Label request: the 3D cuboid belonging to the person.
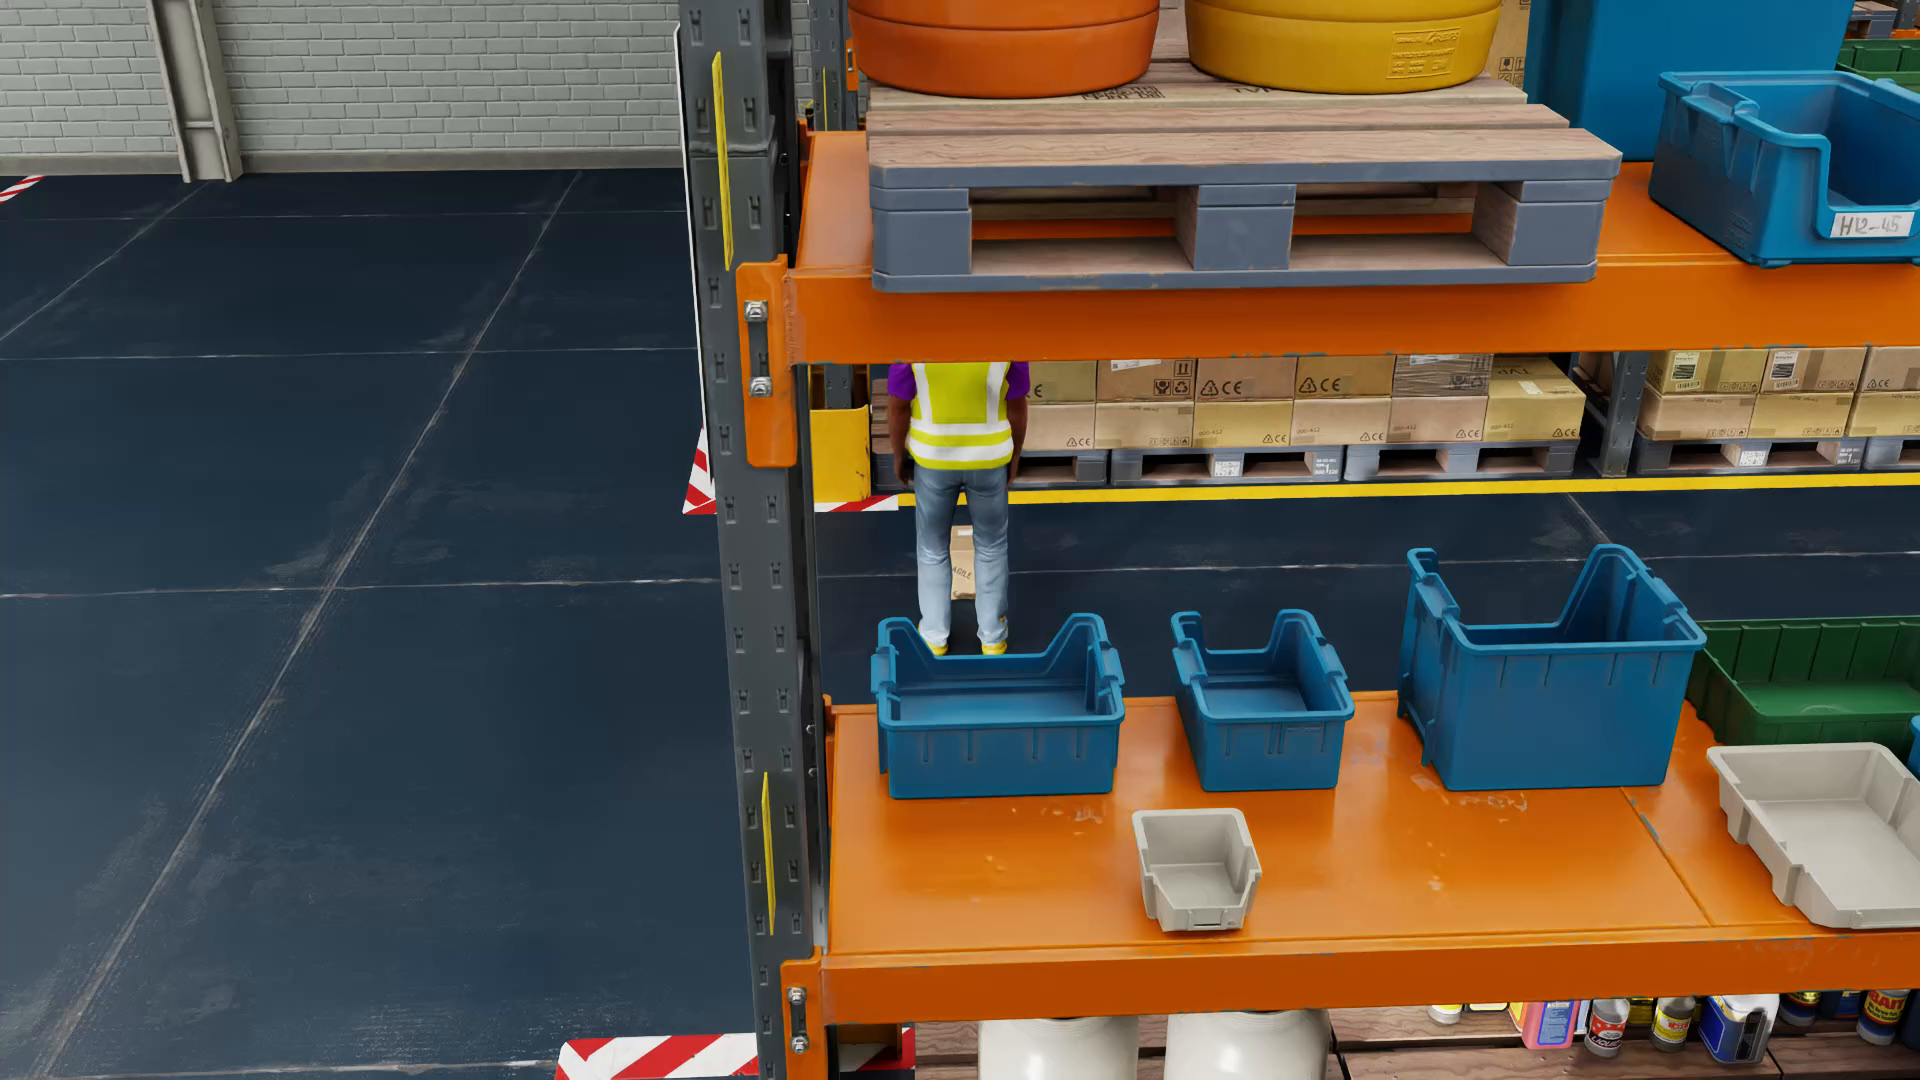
[{"bbox_3d":[-0.008,-0.342,6.757,0.566,1.762,0.362,-1,27,-2],"label":"person"}]
